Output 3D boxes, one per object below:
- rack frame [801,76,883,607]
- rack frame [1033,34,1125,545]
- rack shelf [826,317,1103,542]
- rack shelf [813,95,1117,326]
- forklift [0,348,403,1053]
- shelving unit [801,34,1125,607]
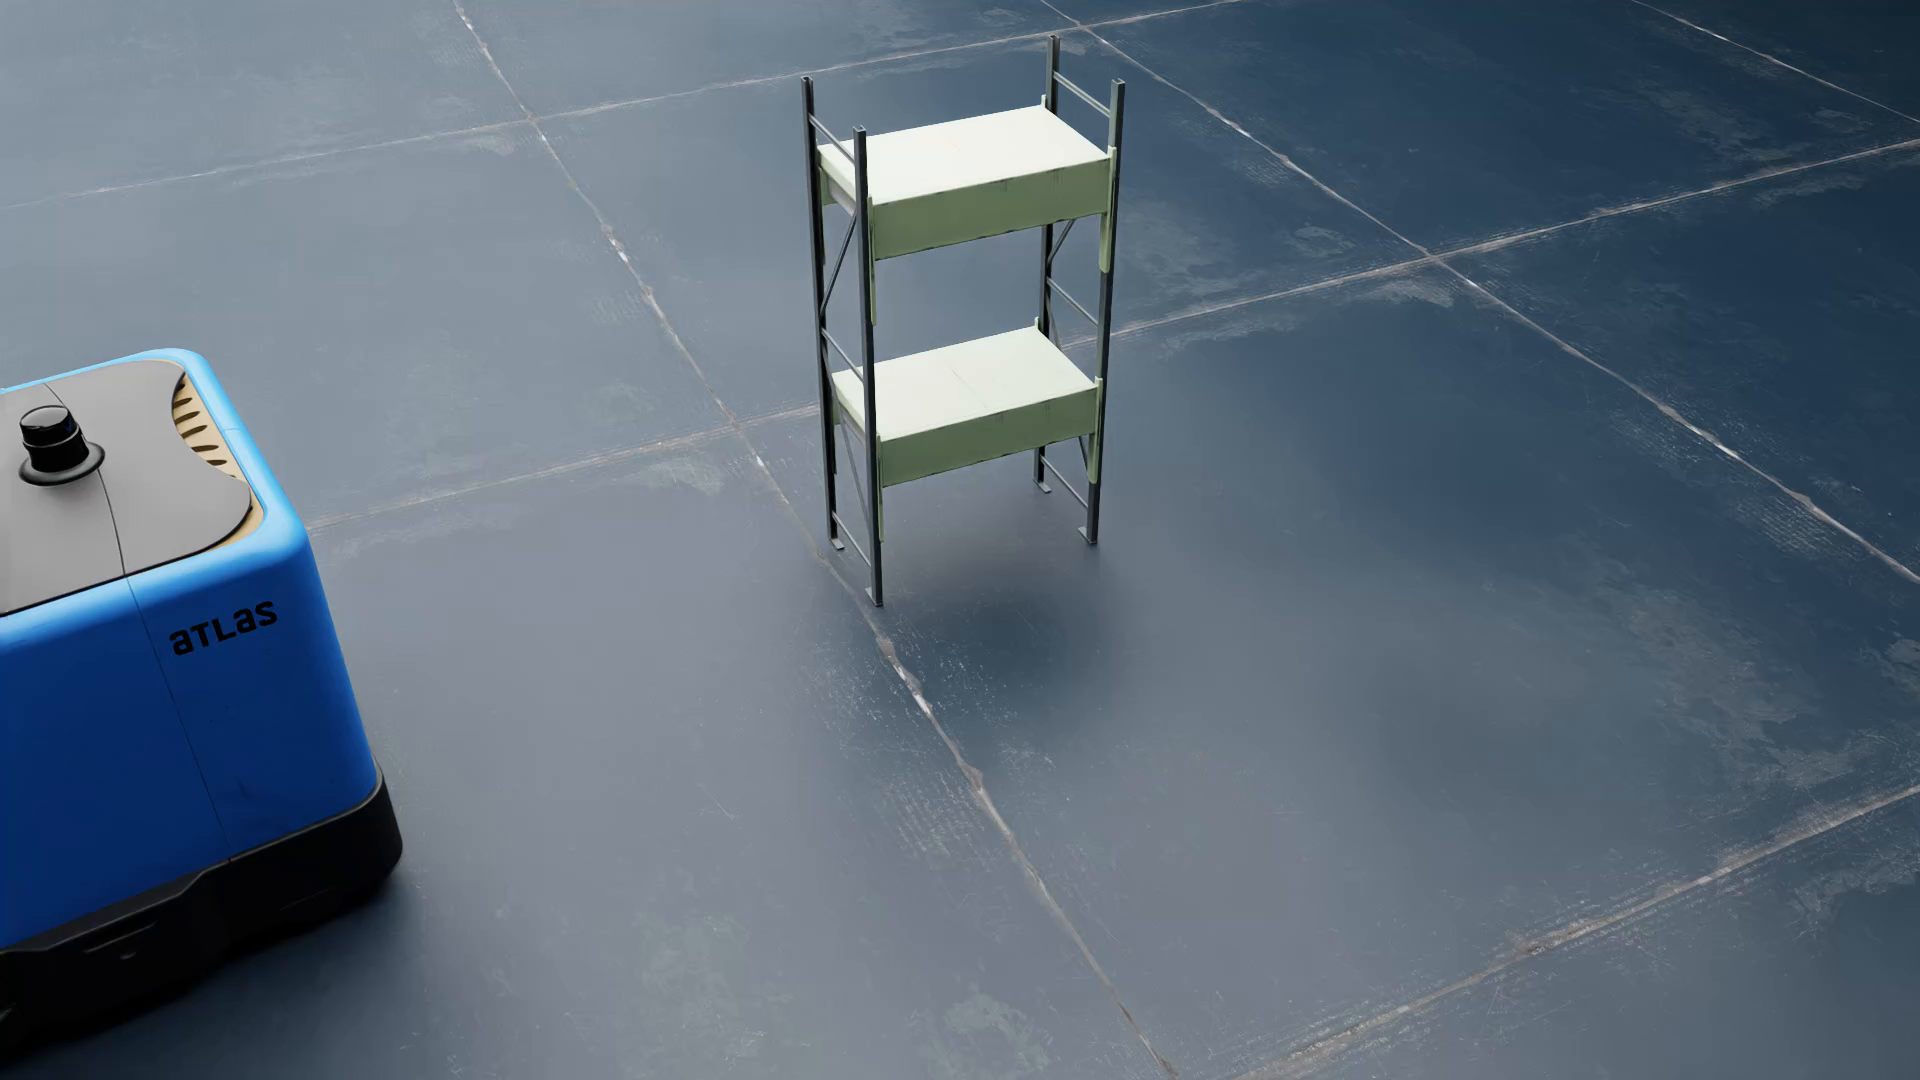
[{"bbox_3d":[-0.325,-0.511,4.681,0.023,1.500,0.400,-16,39,-20],"label":"rack frame"},{"bbox_3d":[0.337,-0.697,4.930,0.023,1.500,0.400,-16,39,-20],"label":"rack frame"},{"bbox_3d":[0.006,-0.342,5.000,0.720,0.370,0.431,-16,39,-20],"label":"rack shelf"},{"bbox_3d":[0.006,-0.918,4.573,0.720,0.370,0.431,-16,39,-20],"label":"rack shelf"},{"bbox_3d":[-2.883,-0.088,2.908,3.031,2.935,1.130,-22,42,-26],"label":"forklift"},{"bbox_3d":[0.006,-0.604,4.805,0.755,1.500,0.431,-16,39,-20],"label":"shelving unit"}]
